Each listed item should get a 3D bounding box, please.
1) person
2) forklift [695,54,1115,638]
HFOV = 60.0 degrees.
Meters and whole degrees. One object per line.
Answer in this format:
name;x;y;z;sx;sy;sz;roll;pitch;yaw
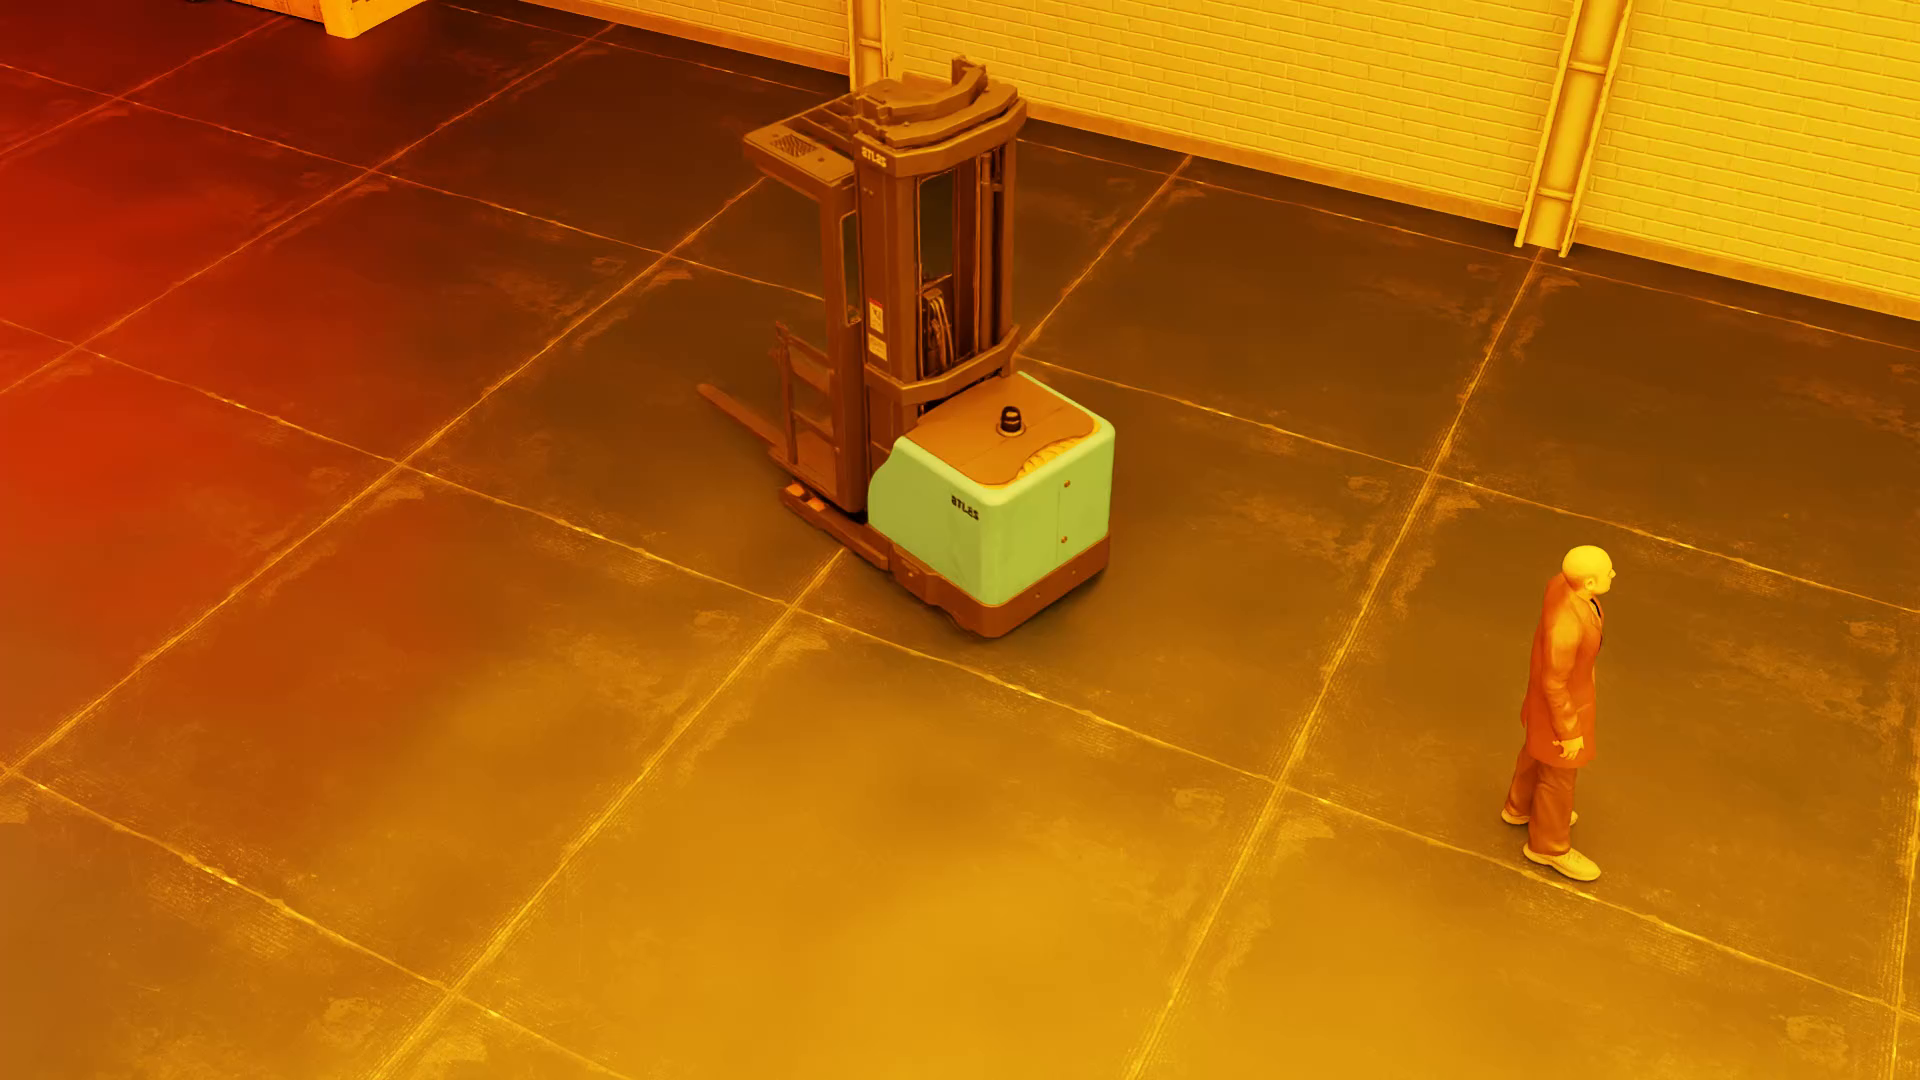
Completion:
person;2.967;0.777;7.947;0.582;1.776;0.697;11;41;12
forklift;-0.488;-1.418;9.671;1.130;2.935;3.031;-32;49;-32
